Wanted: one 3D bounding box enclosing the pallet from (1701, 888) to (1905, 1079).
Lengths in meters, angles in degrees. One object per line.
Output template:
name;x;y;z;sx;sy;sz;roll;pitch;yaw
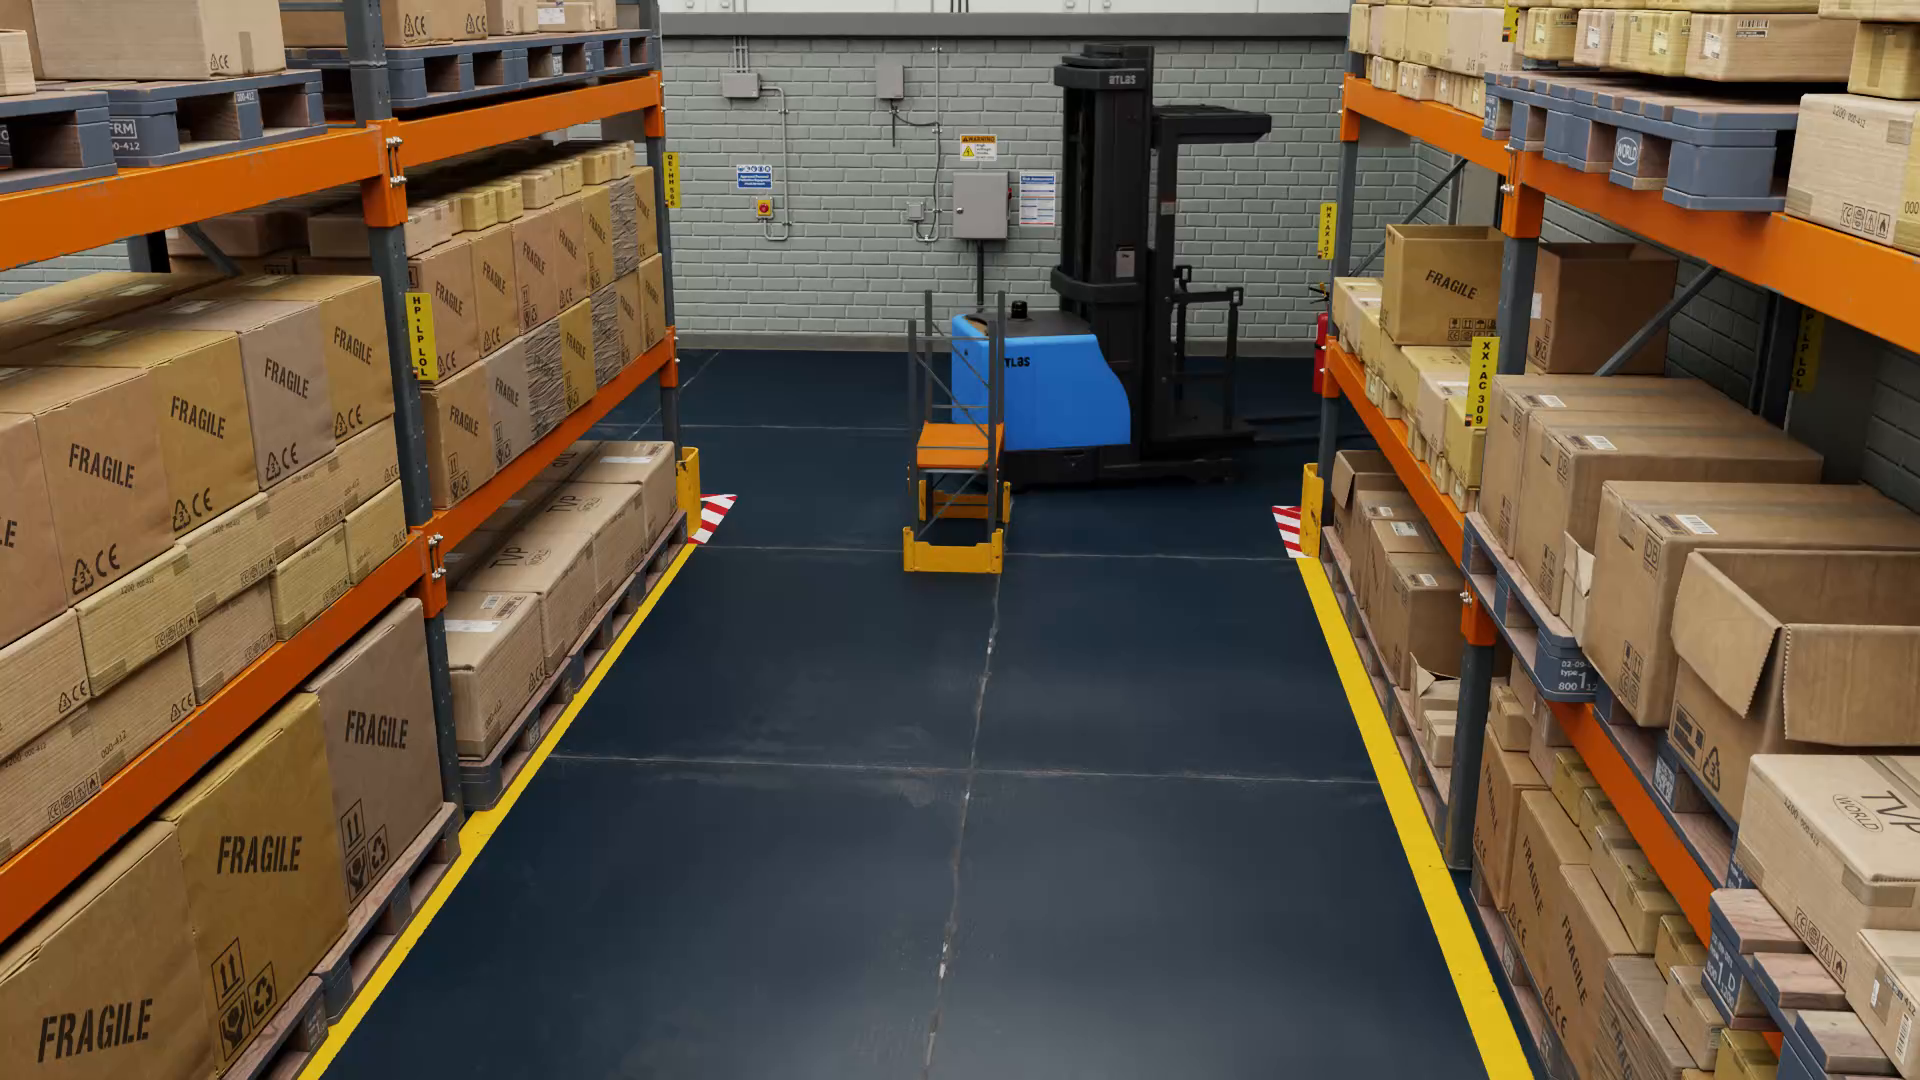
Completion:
pallet;2.099;0.980;2.924;1.213;0.211;1.003;1;18;4

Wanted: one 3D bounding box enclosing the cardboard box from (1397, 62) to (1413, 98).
cardboard box;2.232;-2.122;7.669;0.380;0.149;0.250;1;18;4

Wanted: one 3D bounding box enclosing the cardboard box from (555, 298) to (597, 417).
cardboard box;-2.130;-0.909;8.220;0.500;0.500;0.500;2;18;6

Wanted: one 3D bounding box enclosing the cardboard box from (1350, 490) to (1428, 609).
cardboard box;2.456;0.057;8.772;0.700;0.500;0.500;2;18;6

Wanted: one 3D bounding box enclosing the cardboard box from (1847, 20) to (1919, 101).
cardboard box;2.024;-0.957;3.311;0.380;0.149;0.250;2;18;6

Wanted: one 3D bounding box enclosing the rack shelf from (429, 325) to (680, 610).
rack shelf;-2.401;-0.531;8.380;1.077;0.370;4.000;1;18;4

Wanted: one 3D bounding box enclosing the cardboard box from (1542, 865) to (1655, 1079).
cardboard box;2.080;1.312;4.941;0.500;0.500;0.500;1;18;2

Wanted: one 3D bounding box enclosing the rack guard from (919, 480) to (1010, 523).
rack guard;0.030;-0.250;10.784;0.587;0.250;0.087;1;18;4

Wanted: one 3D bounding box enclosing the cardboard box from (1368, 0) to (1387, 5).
cardboard box;2.356;-2.827;8.377;0.500;0.250;0.500;1;18;4

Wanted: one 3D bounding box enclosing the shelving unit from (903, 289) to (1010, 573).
shelving unit;-0.005;-0.689;10.117;0.587;1.500;1.083;1;18;4

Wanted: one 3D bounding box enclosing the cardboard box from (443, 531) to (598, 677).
cardboard box;-2.328;0.296;8.143;0.875;0.438;0.875;1;18;2

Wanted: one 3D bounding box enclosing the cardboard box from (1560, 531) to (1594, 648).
cardboard box;1.925;0.146;4.703;0.396;0.266;0.258;2;18;7

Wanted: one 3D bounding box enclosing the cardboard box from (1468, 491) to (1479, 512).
cardboard box;2.178;-0.127;6.397;0.380;0.149;0.250;2;18;5

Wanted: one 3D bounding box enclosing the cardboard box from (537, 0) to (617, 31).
cardboard box;-2.200;-2.953;9.207;0.500;0.250;0.500;0;18;-1

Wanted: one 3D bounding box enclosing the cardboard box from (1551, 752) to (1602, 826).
cardboard box;2.166;0.812;5.427;0.380;0.149;0.250;0;18;1

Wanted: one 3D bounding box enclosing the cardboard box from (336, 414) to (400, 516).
cardboard box;-2.333;-0.275;5.884;0.500;0.250;0.500;1;18;4

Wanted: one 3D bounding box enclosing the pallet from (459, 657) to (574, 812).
pallet;-2.411;0.839;7.522;1.003;0.211;1.213;1;18;4

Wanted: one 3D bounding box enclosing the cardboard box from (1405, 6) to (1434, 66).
cardboard box;2.311;-2.270;7.478;0.500;0.250;0.500;1;18;3

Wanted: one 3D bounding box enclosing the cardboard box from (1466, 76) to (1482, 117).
cardboard box;2.187;-1.725;6.457;0.380;0.149;0.250;2;18;6

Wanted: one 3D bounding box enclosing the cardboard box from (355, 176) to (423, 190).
cardboard box;-2.685;-1.581;7.621;0.380;0.149;0.250;1;18;3

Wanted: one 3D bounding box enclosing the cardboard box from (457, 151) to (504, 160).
cardboard box;-2.640;-1.977;8.832;0.380;0.149;0.250;1;18;2

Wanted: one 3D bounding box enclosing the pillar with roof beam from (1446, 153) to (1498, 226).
pillar with roof beam;-0.508;-5.148;11.683;9.100;9.000;0.400;1;18;4

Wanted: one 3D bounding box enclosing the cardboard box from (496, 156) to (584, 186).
cardboard box;-2.160;-1.890;8.566;0.380;0.149;0.250;1;18;3

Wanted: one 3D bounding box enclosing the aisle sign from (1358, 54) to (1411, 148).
aisle sign;2.406;-2.647;9.509;0.394;0.787;0.004;1;18;4

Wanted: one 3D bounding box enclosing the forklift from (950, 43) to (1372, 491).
forklift;1.497;-1.950;11.666;3.031;2.935;1.130;-4;19;-12

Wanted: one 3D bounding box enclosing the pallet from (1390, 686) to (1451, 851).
pallet;2.457;0.970;7.123;1.003;0.211;1.213;1;18;4

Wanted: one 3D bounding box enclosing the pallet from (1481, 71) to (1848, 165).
pallet;2.291;-1.277;4.987;1.213;0.211;1.003;1;18;4

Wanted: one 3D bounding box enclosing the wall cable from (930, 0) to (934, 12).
wall cable;-1.380;-6.100;14.587;2.355;3.000;0.029;1;18;4

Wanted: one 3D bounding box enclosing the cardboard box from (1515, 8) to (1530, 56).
cardboard box;1.989;-1.611;5.273;0.380;0.149;0.250;2;18;5

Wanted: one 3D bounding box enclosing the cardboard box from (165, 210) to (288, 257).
cardboard box;-2.839;-1.185;6.414;0.380;0.149;0.250;1;18;3

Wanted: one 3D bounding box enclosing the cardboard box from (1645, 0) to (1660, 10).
cardboard box;1.988;-1.430;4.242;0.380;0.149;0.250;2;18;5

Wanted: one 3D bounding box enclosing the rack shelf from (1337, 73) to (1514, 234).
rack shelf;2.551;-1.846;7.579;1.077;0.370;4.000;1;18;4

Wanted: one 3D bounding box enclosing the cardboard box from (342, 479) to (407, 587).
cardboard box;-2.325;-0.035;5.954;0.500;0.250;0.500;1;18;3

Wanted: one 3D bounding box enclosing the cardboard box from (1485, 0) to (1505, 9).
cardboard box;2.203;-2.037;5.965;0.500;0.250;0.500;1;18;4

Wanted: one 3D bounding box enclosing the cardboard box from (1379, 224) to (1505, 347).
cardboard box;2.286;-1.210;7.856;0.500;0.500;0.500;2;18;5

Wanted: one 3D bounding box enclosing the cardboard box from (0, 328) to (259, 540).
cardboard box;-2.411;-0.312;4.791;0.500;0.500;0.500;2;18;6

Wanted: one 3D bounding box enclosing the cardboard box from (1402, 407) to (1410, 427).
cardboard box;2.307;-0.606;7.858;0.380;0.149;0.250;1;18;4

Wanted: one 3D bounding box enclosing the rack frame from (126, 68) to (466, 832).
rack frame;-2.544;-0.251;6.373;1.000;3.000;0.127;1;18;4

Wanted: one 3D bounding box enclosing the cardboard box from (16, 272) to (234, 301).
cardboard box;-2.862;-0.644;5.804;0.500;0.500;0.500;1;18;5

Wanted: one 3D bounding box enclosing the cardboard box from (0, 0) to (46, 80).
cardboard box;-2.896;-1.657;5.009;0.500;0.500;0.500;1;18;3

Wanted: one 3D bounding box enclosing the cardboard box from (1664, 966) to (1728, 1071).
cardboard box;2.026;1.210;4.210;0.380;0.149;0.250;0;18;1

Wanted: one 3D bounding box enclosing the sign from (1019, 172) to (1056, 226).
sign;0.716;-3.161;15.406;0.329;0.494;0.001;1;18;4

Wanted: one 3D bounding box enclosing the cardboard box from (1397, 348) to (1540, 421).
cardboard box;2.271;-0.686;7.462;0.500;0.250;0.500;1;18;4

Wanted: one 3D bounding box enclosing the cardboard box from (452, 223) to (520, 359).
cardboard box;-2.226;-1.073;7.115;0.500;0.500;0.500;1;18;3

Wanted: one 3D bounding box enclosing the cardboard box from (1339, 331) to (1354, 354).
cardboard box;2.397;-1.169;9.576;0.380;0.149;0.250;1;18;3

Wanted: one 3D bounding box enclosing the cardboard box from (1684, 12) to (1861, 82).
cardboard box;1.905;-1.133;3.814;0.380;0.149;0.250;2;18;5

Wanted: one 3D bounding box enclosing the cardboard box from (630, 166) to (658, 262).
cardboard box;-2.054;-1.861;9.520;0.500;0.500;0.500;2;18;6

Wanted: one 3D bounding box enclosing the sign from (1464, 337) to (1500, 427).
sign;1.866;-0.563;5.933;0.100;0.325;0.005;1;18;4

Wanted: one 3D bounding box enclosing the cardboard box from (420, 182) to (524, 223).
cardboard box;-2.157;-1.492;7.352;0.380;0.149;0.250;1;18;2
